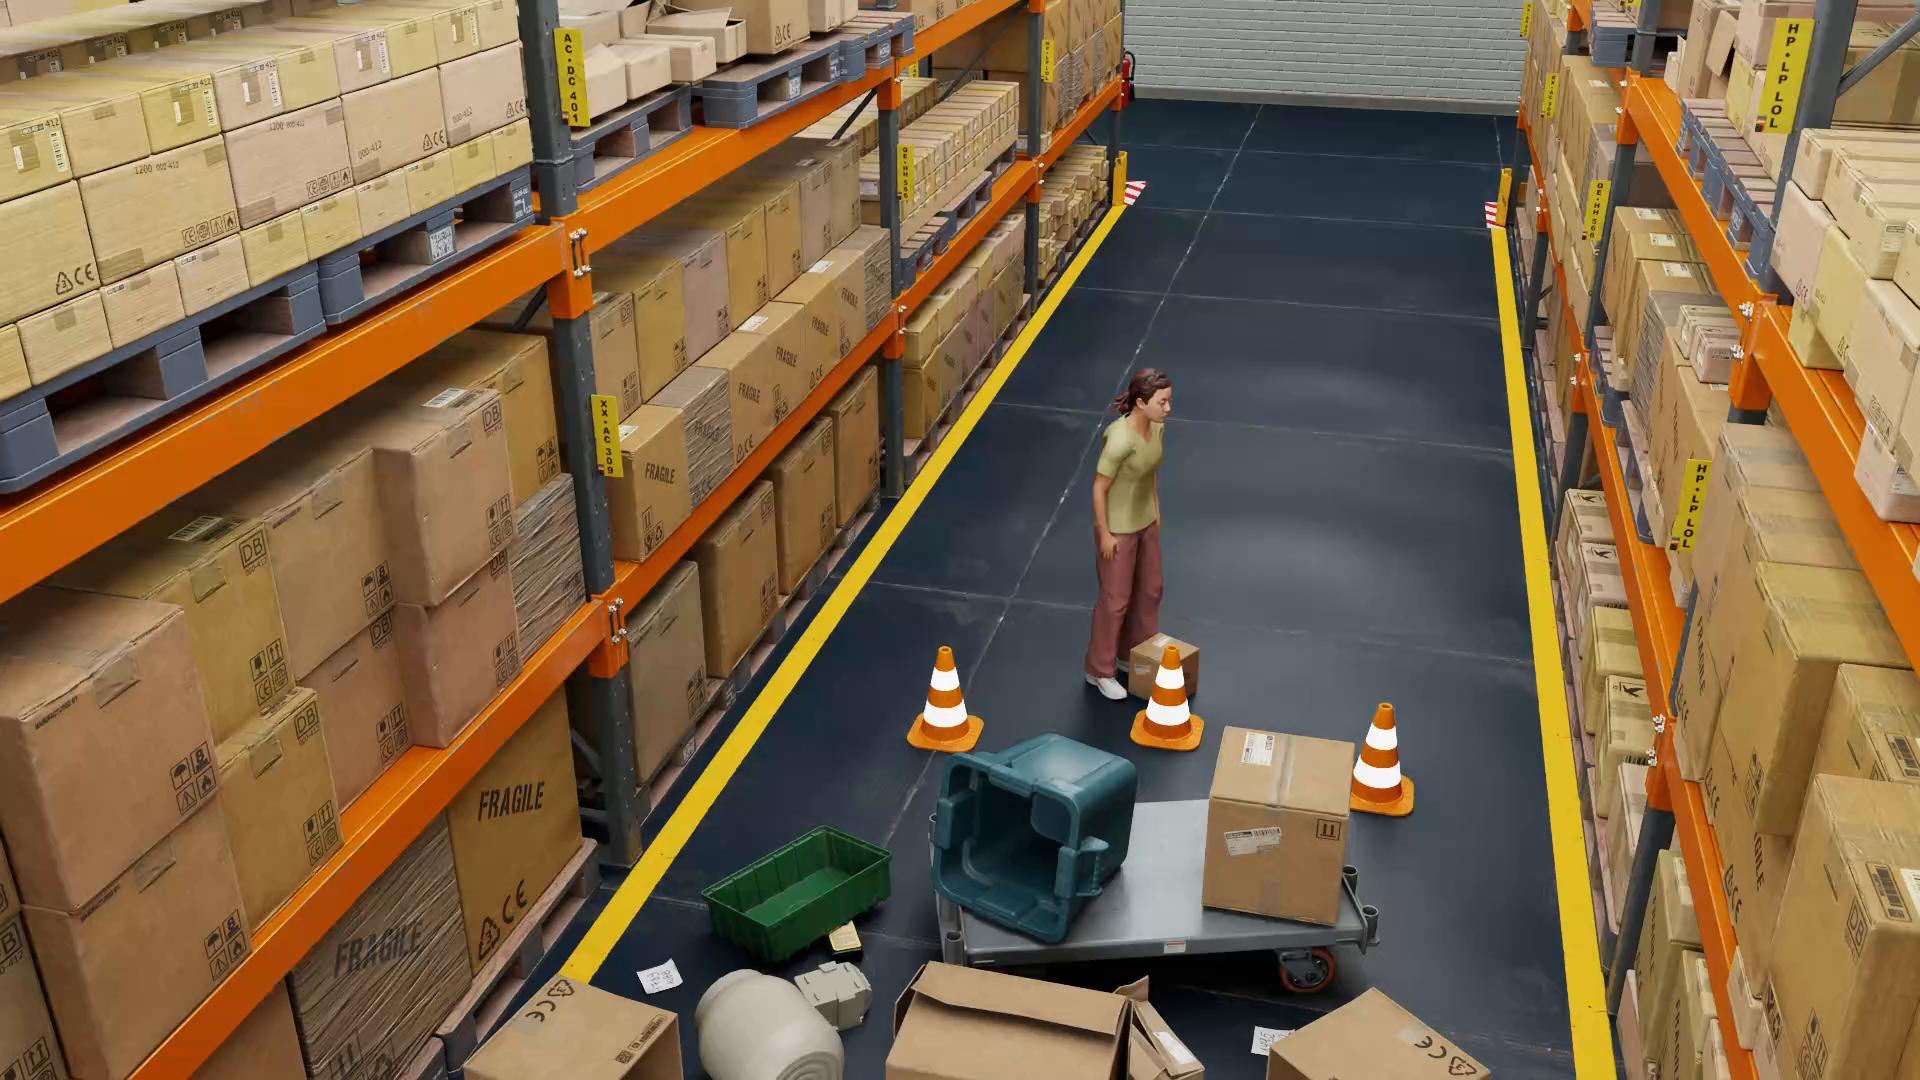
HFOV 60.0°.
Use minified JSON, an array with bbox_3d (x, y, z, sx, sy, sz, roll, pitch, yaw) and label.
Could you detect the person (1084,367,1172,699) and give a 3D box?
[{"bbox_3d":[0.870,-0.052,8.222,0.416,1.671,0.520,20,32,36],"label":"person"}]
